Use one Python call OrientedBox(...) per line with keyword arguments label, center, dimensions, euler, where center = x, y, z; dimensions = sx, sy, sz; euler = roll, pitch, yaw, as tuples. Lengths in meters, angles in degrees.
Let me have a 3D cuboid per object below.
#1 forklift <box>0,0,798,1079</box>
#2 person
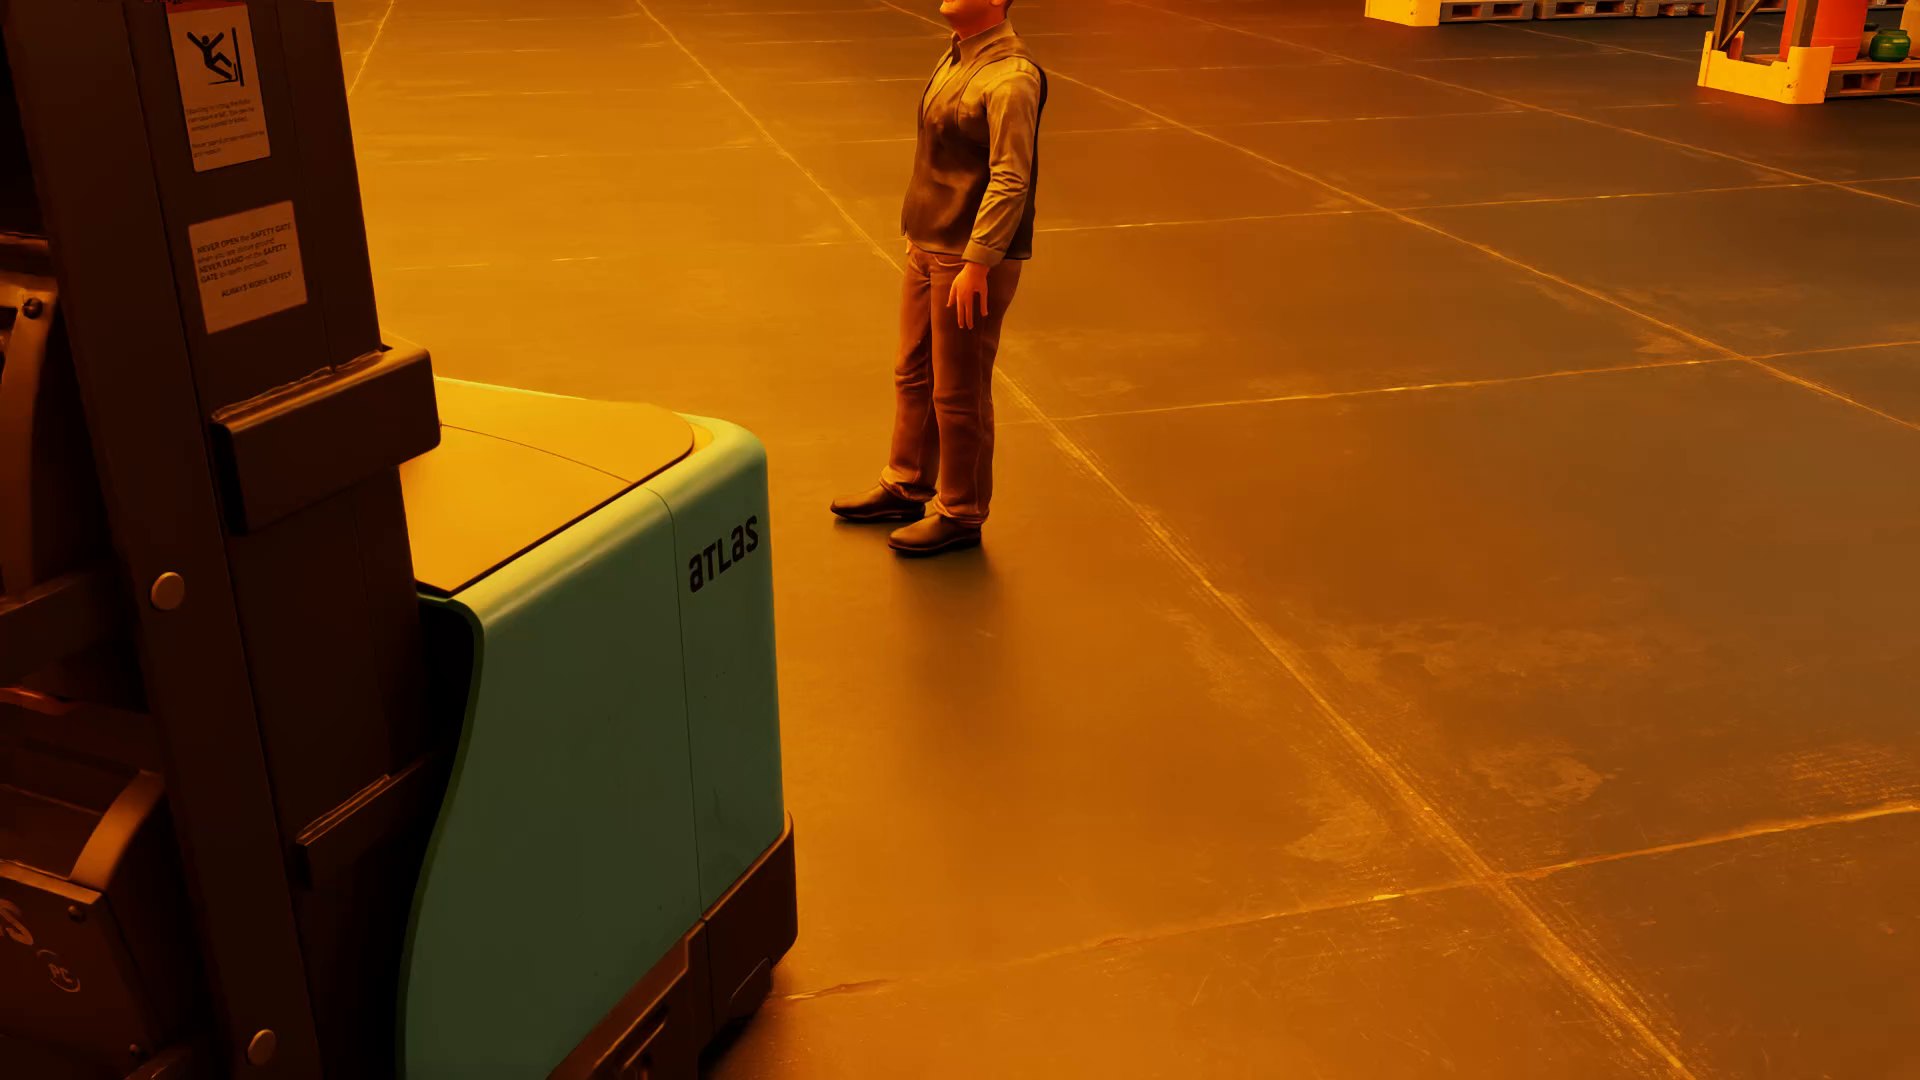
OrientedBox(label="forklift", center=(-1.357, -0.101, 1.549), dimensions=(1.130, 2.935, 3.031), euler=(10, 25, 22))
OrientedBox(label="person", center=(-0.063, -0.795, 4.704), dimensions=(0.566, 1.722, 0.633), euler=(-6, 24, -14))
